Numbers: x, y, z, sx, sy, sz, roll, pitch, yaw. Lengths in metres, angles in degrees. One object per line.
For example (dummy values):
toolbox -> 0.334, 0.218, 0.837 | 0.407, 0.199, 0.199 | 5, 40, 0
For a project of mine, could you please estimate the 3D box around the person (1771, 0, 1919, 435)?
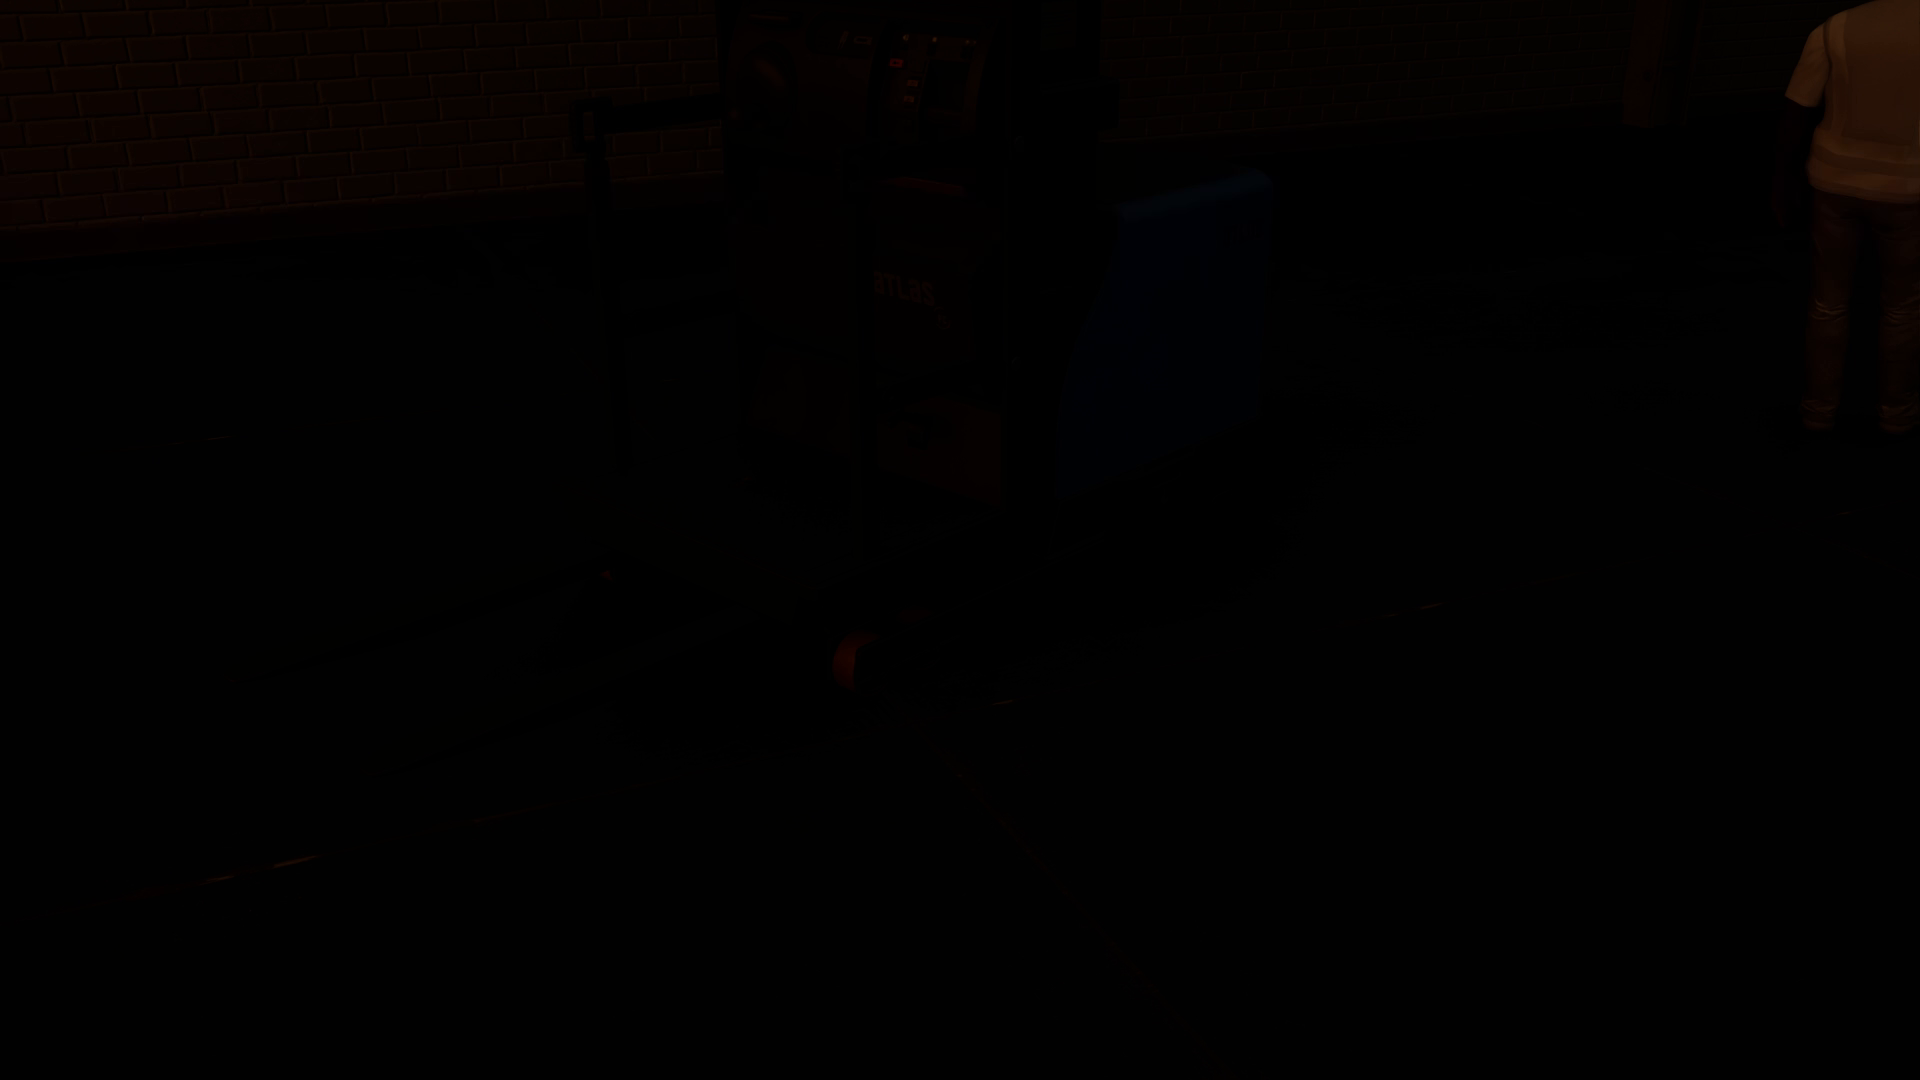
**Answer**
person -> 3.190, -1.246, 5.785 | 0.666, 1.765, 0.577 | 15, 27, 31

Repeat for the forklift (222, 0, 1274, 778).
forklift -> -0.413, -1.182, 4.131 | 1.130, 2.935, 3.031 | 19, 29, 39
